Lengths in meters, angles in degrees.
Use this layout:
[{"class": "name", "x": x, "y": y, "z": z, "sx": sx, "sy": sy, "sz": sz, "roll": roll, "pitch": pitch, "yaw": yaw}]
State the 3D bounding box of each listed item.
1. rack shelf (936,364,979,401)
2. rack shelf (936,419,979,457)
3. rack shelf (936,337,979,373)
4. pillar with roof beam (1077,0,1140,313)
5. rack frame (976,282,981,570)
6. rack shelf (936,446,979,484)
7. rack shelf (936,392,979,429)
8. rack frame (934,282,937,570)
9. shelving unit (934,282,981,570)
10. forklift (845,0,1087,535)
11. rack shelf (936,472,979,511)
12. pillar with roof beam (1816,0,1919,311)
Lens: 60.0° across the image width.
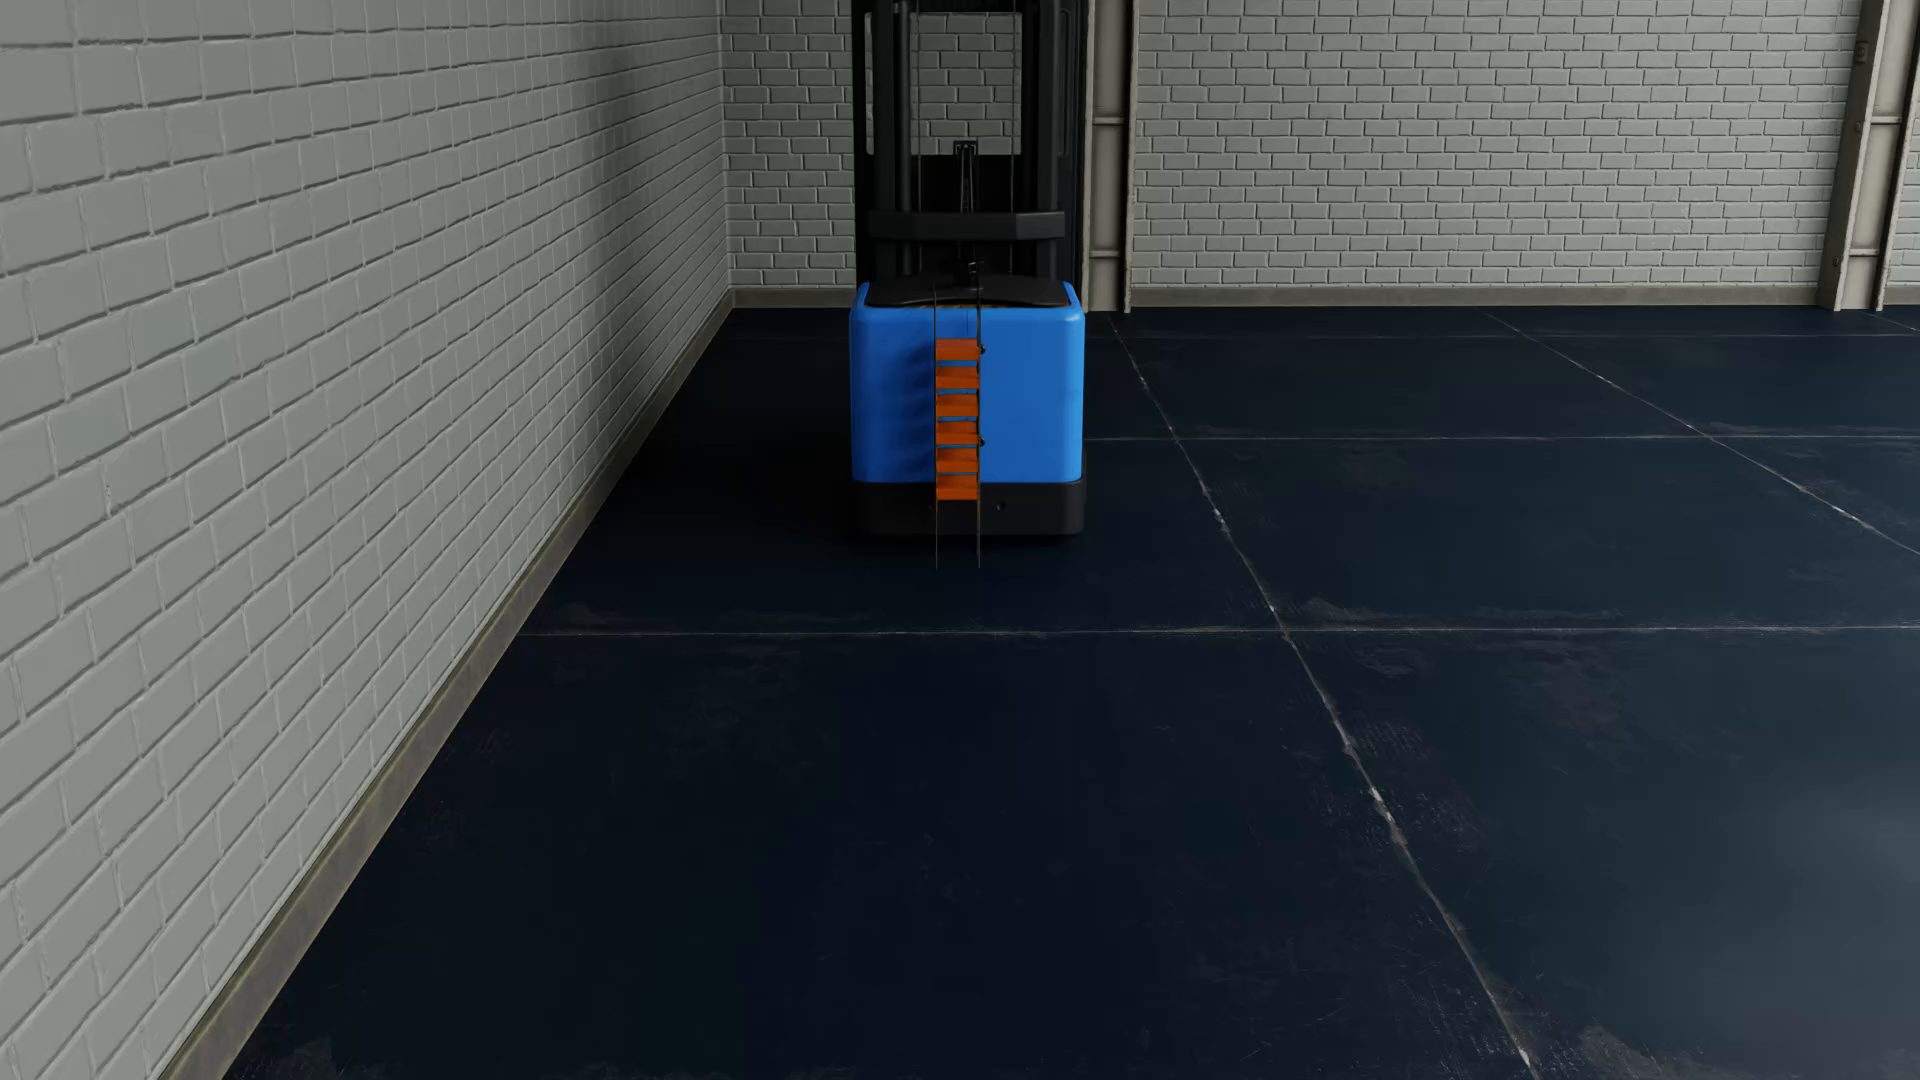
[{"class": "rack shelf", "x": -0.013, "y": -0.665, "z": 7.016, "sx": 0.180, "sy": 0.103, "sz": 0.258, "roll": 0, "pitch": 18, "yaw": -2}, {"class": "rack shelf", "x": -0.013, "y": -0.436, "z": 7.089, "sx": 0.180, "sy": 0.103, "sz": 0.258, "roll": 0, "pitch": 18, "yaw": -2}, {"class": "rack shelf", "x": -0.013, "y": -0.779, "z": 6.979, "sx": 0.180, "sy": 0.103, "sz": 0.258, "roll": 0, "pitch": 18, "yaw": -2}, {"class": "pillar with roof beam", "x": 1.215, "y": -4.813, "z": 7.818, "sx": 0.400, "sy": 9.000, "sz": 9.100, "roll": 0, "pitch": 18, "yaw": -1}, {"class": "rack frame", "x": 0.078, "y": -0.479, "z": 7.078, "sx": 0.006, "sy": 1.200, "sz": 0.240, "roll": 0, "pitch": 18, "yaw": -2}, {"class": "rack shelf", "x": -0.013, "y": -0.322, "z": 7.126, "sx": 0.180, "sy": 0.103, "sz": 0.258, "roll": 0, "pitch": 18, "yaw": -2}, {"class": "rack shelf", "x": -0.013, "y": -0.551, "z": 7.052, "sx": 0.180, "sy": 0.103, "sz": 0.258, "roll": 0, "pitch": 18, "yaw": -2}, {"class": "rack frame", "x": -0.105, "y": -0.478, "z": 7.073, "sx": 0.006, "sy": 1.200, "sz": 0.240, "roll": 0, "pitch": 18, "yaw": -2}, {"class": "shelving unit", "x": -0.013, "y": -0.479, "z": 7.076, "sx": 0.189, "sy": 1.200, "sz": 0.258, "roll": 0, "pitch": 18, "yaw": -2}, {"class": "forklift", "x": 0.025, "y": -1.810, "z": 8.391, "sx": 1.130, "sy": 2.935, "sz": 3.031, "roll": 0, "pitch": 18, "yaw": 0}, {"class": "rack shelf", "x": -0.013, "y": -0.208, "z": 7.162, "sx": 0.180, "sy": 0.103, "sz": 0.258, "roll": 0, "pitch": 18, "yaw": -2}, {"class": "pillar with roof beam", "x": 7.214, "y": -4.842, "z": 7.909, "sx": 0.400, "sy": 9.000, "sz": 9.100, "roll": 0, "pitch": 18, "yaw": -1}]
